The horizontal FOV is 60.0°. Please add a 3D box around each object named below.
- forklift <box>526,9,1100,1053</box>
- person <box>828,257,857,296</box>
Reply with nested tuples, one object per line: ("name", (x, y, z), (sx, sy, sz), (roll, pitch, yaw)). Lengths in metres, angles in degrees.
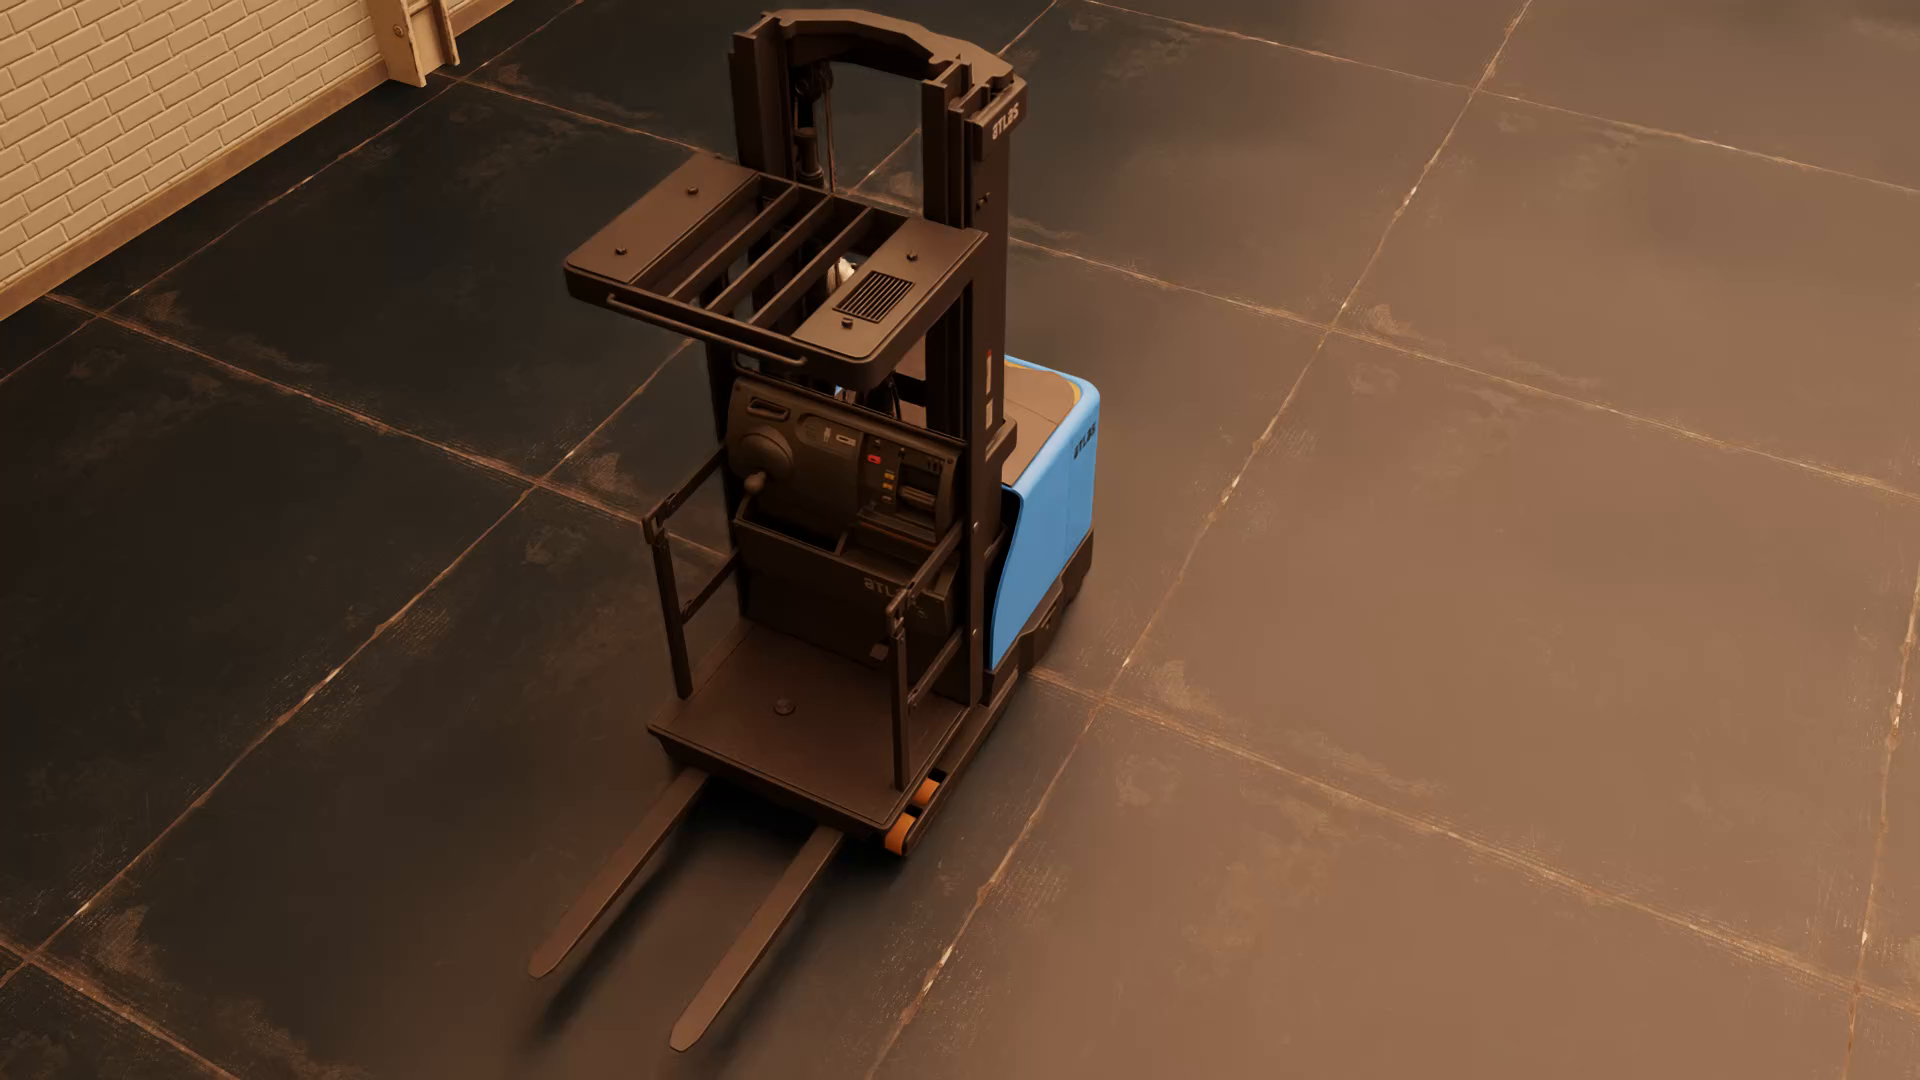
("forklift", (-0.532, -0.195, 5.861), (1.130, 2.935, 3.031), (20, 47, 20))
("person", (-0.549, -0.878, 7.633), (0.708, 1.529, 0.470), (34, 53, 30))
